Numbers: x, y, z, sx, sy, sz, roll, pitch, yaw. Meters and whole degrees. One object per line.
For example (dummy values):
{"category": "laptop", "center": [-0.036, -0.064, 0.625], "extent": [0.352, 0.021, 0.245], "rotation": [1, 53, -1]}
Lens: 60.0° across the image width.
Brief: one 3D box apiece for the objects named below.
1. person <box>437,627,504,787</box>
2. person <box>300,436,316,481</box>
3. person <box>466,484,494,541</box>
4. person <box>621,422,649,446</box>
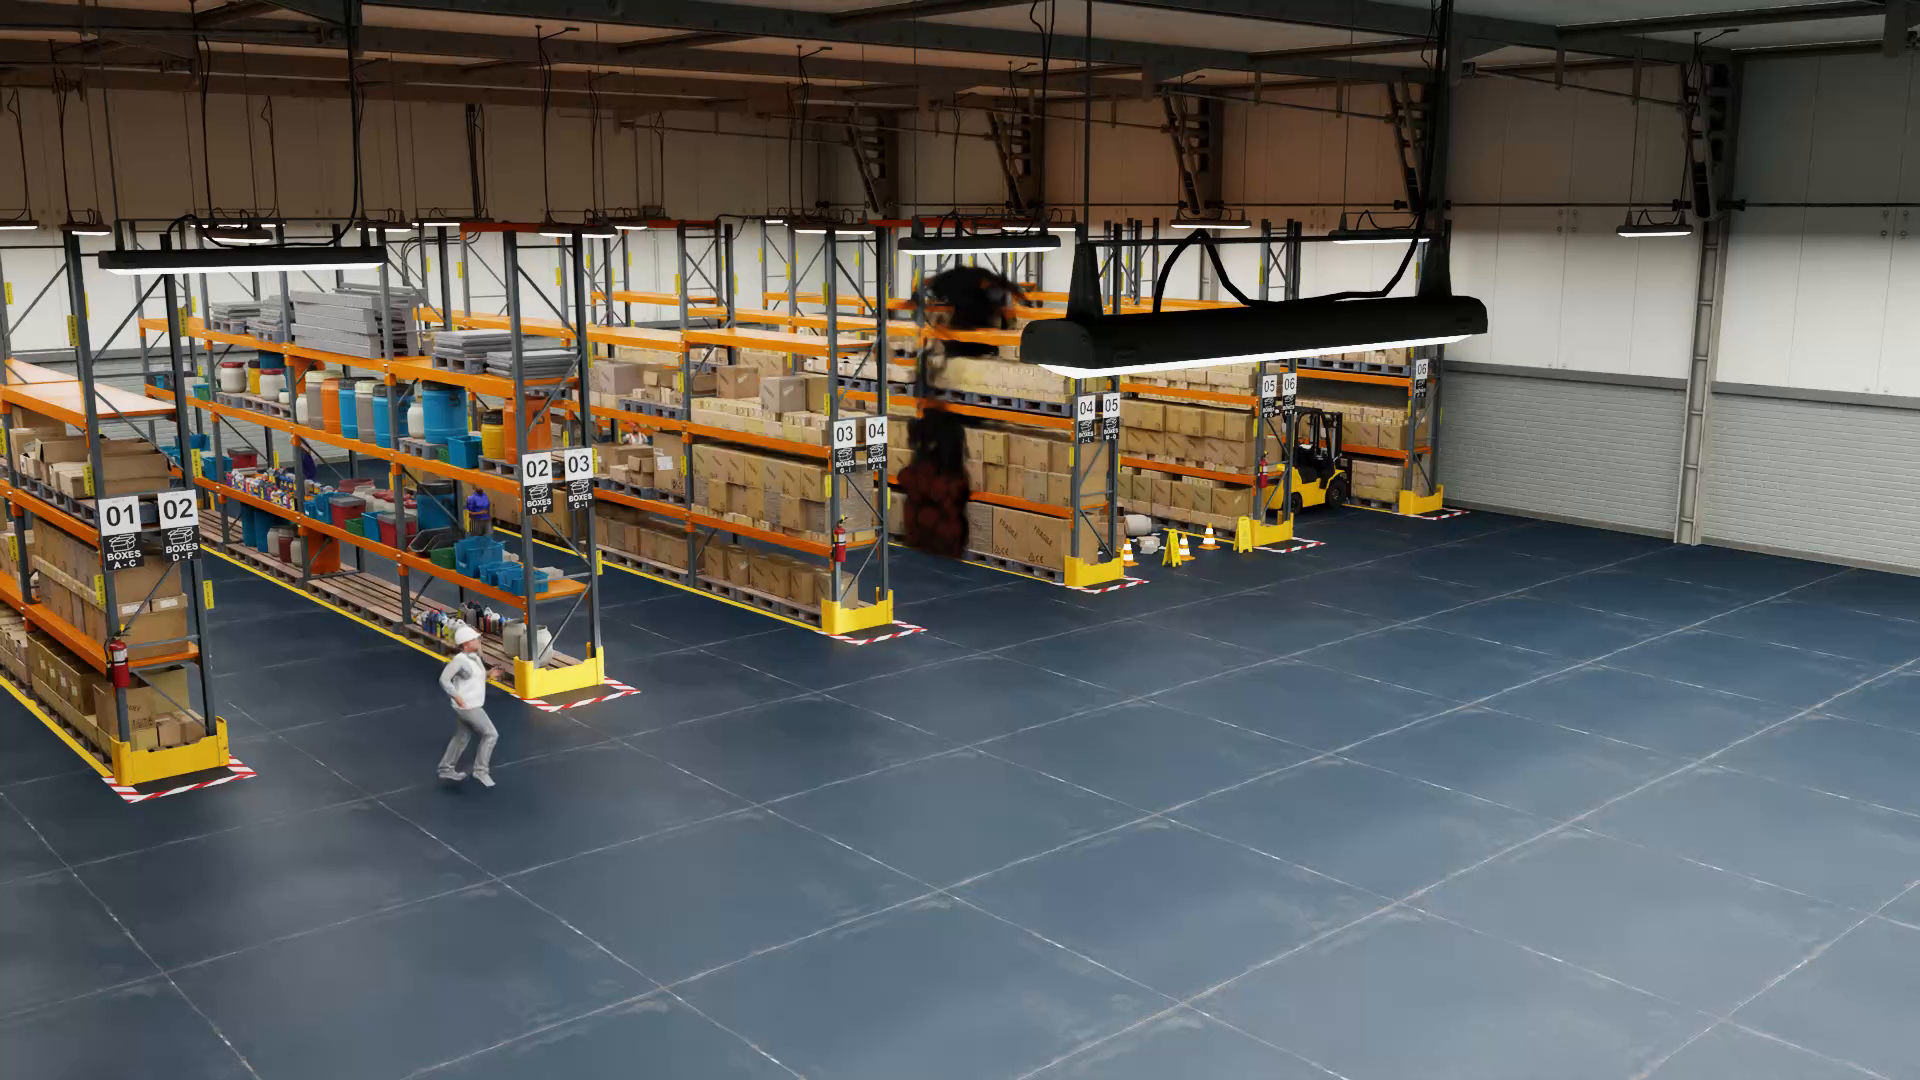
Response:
{"category": "person", "center": [-5.416, 1.845, 18.355], "extent": [0.763, 1.838, 0.625], "rotation": [-3, 12, -13]}
{"category": "person", "center": [-14.624, -1.846, 36.945], "extent": [0.598, 1.618, 0.614], "rotation": [-7, 13, -29]}
{"category": "person", "center": [-8.250, -0.222, 28.646], "extent": [0.909, 1.644, 0.575], "rotation": [9, 15, 38]}
{"category": "person", "center": [-7.062, -1.736, 36.056], "extent": [0.679, 1.742, 0.637], "rotation": [-8, 14, -36]}
